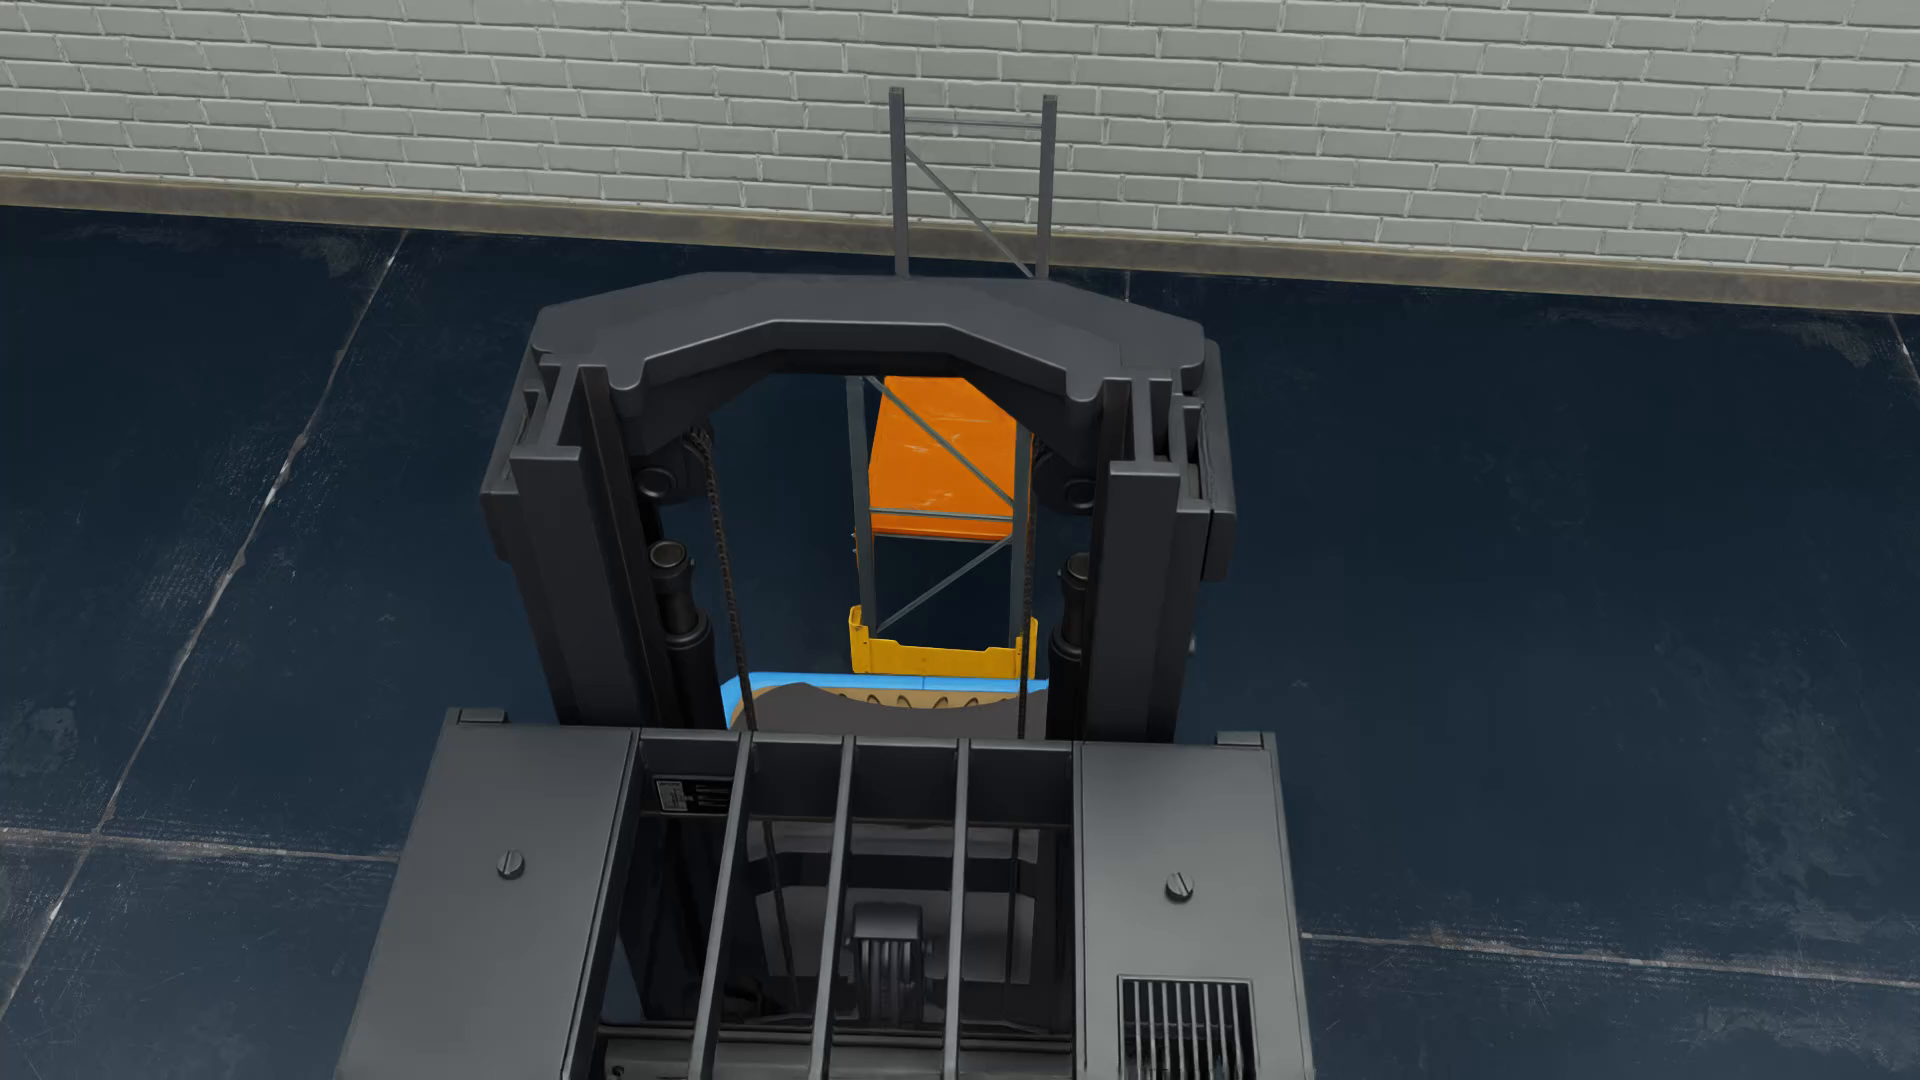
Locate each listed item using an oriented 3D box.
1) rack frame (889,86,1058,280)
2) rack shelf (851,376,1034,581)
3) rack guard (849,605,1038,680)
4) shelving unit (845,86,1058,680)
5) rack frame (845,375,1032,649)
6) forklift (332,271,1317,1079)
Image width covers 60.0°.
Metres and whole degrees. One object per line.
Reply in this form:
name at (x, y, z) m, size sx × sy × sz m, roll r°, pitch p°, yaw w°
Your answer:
rack frame at (0.039, -0.817, 5.481) m, size 0.500 × 1.500 × 0.032 m, roll 4°, pitch 48°, yaw 4°
rack shelf at (-0.008, -0.322, 5.272) m, size 0.538 × 0.185 × 1.000 m, roll 4°, pitch 48°, yaw 4°
rack guard at (-0.052, 0.338, 5.272) m, size 0.587 × 0.250 × 0.087 m, roll 4°, pitch 48°, yaw 4°
shelving unit at (-0.007, -0.450, 5.145) m, size 0.587 × 1.500 × 1.083 m, roll 4°, pitch 48°, yaw 4°
rack frame at (-0.054, -0.070, 4.798) m, size 0.500 × 1.500 × 0.032 m, roll 4°, pitch 48°, yaw 4°
forklift at (-0.143, 1.152, 2.710) m, size 1.130 × 2.935 × 3.031 m, roll 2°, pitch 48°, yaw 1°
